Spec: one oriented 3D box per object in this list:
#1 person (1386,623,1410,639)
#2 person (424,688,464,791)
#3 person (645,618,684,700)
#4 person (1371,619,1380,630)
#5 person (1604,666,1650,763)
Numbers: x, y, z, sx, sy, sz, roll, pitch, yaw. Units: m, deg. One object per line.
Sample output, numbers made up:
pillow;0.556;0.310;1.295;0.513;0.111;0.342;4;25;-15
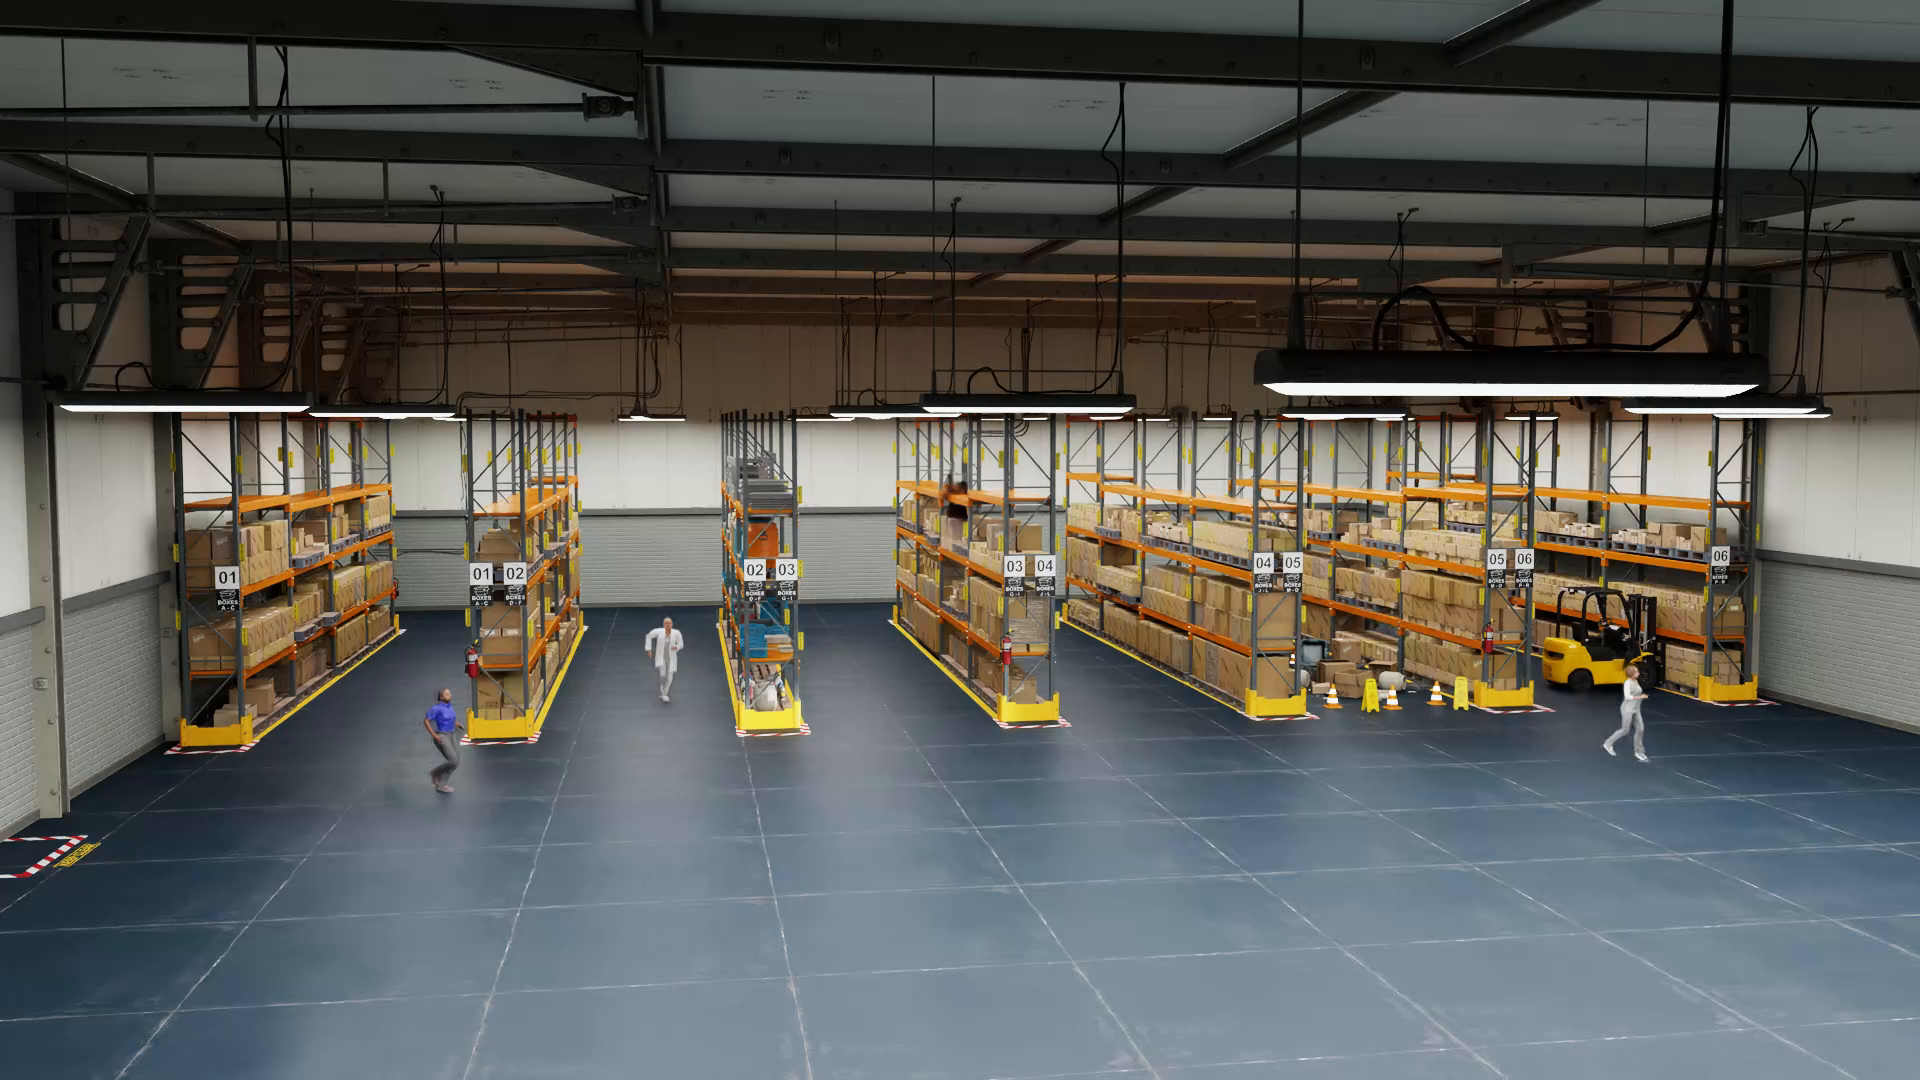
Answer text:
person;11.357;1.918;43.211;0.584;1.665;1.013;-1;4;-10
person;-7.978;3.108;25.873;0.500;1.613;0.636;1;4;18
person;-6.068;2.467;34.242;0.758;1.729;0.739;-1;4;-16
person;11.325;1.601;45.900;0.659;1.769;1.005;-2;4;-23
person;11.379;2.941;28.313;0.761;1.631;0.575;4;5;42
